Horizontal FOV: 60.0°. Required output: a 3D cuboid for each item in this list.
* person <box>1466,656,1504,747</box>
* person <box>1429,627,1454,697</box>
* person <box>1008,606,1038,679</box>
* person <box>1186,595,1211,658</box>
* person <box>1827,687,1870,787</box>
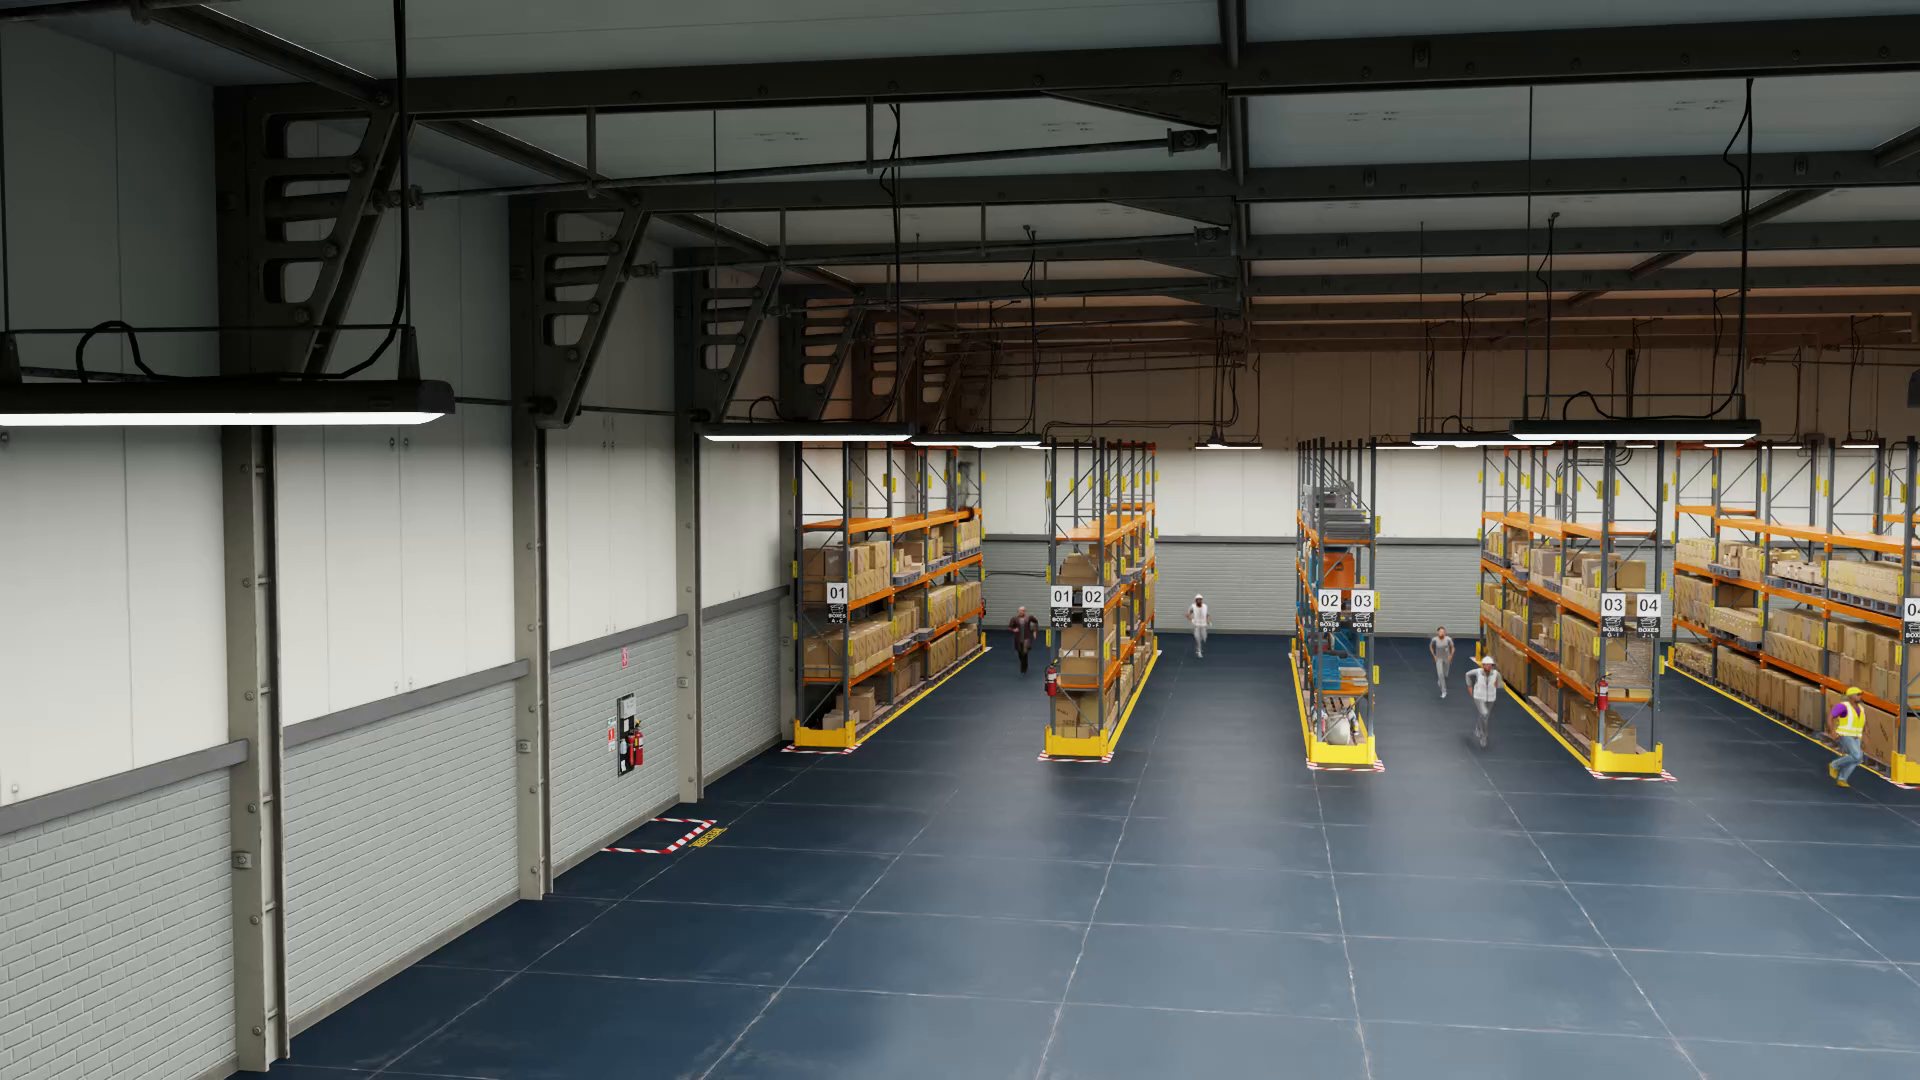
[{"bbox_3d":[10.259,3.135,32.560,0.650,1.767,0.941,0,3,-3],"label":"person"},{"bbox_3d":[11.365,2.852,39.247,0.567,1.658,0.928,1,3,10],"label":"person"},{"bbox_3d":[1.601,2.614,42.439,0.741,1.861,0.943,0,3,9],"label":"person"},{"bbox_3d":[6.672,2.365,46.565,0.683,1.672,0.616,0,3,-8],"label":"person"},{"bbox_3d":[15.278,3.369,28.457,0.747,1.693,0.530,-1,3,-20],"label":"person"}]
